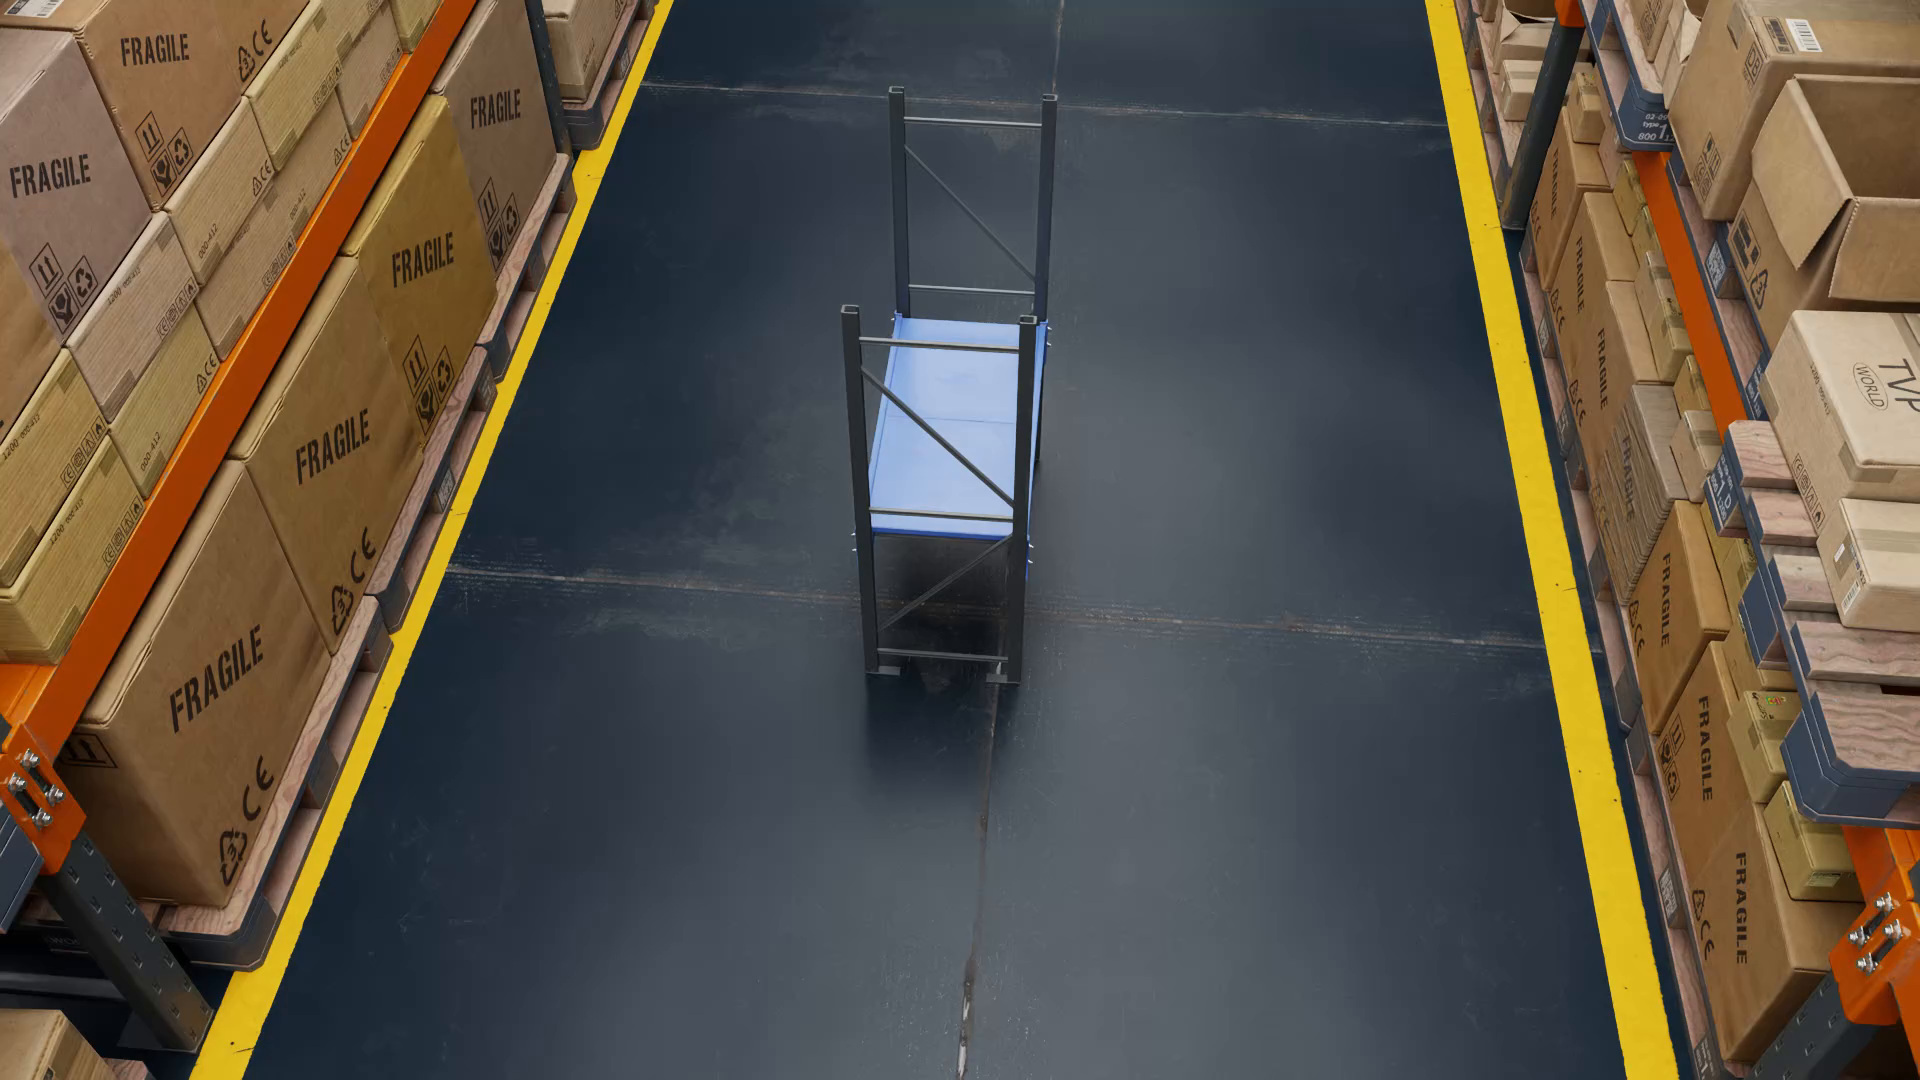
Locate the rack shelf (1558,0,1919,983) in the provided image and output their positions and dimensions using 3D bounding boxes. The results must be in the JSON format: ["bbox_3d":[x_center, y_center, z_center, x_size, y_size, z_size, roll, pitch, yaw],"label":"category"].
[{"bbox_3d":[2.579,-0.600,4.753,1.077,0.370,4.000,4,48,4],"label":"rack shelf"}]

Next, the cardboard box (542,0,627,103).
[{"bbox_3d":[-2.018,-2.374,7.341,0.875,0.438,0.875,3,48,3],"label":"cardboard box"}]

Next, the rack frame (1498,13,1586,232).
[{"bbox_3d":[2.761,-2.312,5.832,1.000,3.000,0.127,4,48,4],"label":"rack frame"}]

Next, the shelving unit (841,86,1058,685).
[{"bbox_3d":[-0.008,-0.443,5.139,0.538,1.500,1.048,4,48,4],"label":"shelving unit"}]

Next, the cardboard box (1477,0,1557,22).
[{"bbox_3d":[2.765,-2.718,7.613,0.700,0.500,0.500,2,48,2],"label":"cardboard box"}]

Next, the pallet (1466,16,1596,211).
[{"bbox_3d":[2.825,-1.875,7.322,1.003,0.211,1.213,4,48,4],"label":"pallet"}]

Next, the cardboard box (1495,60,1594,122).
[{"bbox_3d":[2.520,-1.921,7.121,0.380,0.149,0.250,3,48,2],"label":"cardboard box"}]

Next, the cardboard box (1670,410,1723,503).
[{"bbox_3d":[2.339,-0.242,4.909,0.380,0.149,0.250,2,48,2],"label":"cardboard box"}]

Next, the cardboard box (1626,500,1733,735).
[{"bbox_3d":[2.322,0.252,4.896,0.500,0.500,0.500,6,48,5],"label":"cardboard box"}]

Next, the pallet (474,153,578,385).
[{"bbox_3d":[-2.177,-1.130,6.640,1.003,0.211,1.213,4,48,4],"label":"pallet"}]

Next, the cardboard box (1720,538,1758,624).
[{"bbox_3d":[2.321,0.146,4.553,0.380,0.149,0.250,5,48,5],"label":"cardboard box"}]

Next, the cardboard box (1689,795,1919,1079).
[{"bbox_3d":[2.221,1.004,4.208,0.500,0.500,0.500,5,48,5],"label":"cardboard box"}]

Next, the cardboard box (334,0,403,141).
[{"bbox_3d":[-2.084,-1.502,5.193,0.500,0.250,0.500,3,48,2],"label":"cardboard box"}]

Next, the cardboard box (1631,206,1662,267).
[{"bbox_3d":[2.492,-0.983,5.586,0.380,0.149,0.250,3,48,3],"label":"cardboard box"}]

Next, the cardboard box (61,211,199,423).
[{"bbox_3d":[-2.206,-0.557,3.990,0.500,0.250,0.500,5,48,4],"label":"cardboard box"}]

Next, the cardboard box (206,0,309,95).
[{"bbox_3d":[-2.110,-1.536,4.377,0.500,0.500,0.500,5,48,4],"label":"cardboard box"}]

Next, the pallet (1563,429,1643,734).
[{"bbox_3d":[2.616,0.128,5.490,1.003,0.211,1.213,4,48,4],"label":"pallet"}]

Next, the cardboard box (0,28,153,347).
[{"bbox_3d":[-2.222,-0.786,3.691,0.500,0.500,0.500,4,48,4],"label":"cardboard box"}]

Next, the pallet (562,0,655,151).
[{"bbox_3d":[-2.035,-2.256,7.670,1.003,0.211,1.213,4,48,4],"label":"pallet"}]

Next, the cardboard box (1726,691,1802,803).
[{"bbox_3d":[2.184,0.528,4.204,0.380,0.149,0.250,2,48,2],"label":"cardboard box"}]

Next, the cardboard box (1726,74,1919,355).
[{"bbox_3d":[2.362,-0.761,4.059,0.797,0.503,0.637,3,48,3],"label":"cardboard box"}]

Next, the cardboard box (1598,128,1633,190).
[{"bbox_3d":[2.516,-1.375,5.944,0.380,0.149,0.250,3,48,2],"label":"cardboard box"}]

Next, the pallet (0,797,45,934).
[{"bbox_3d":[-2.505,0.892,3.032,1.213,0.211,1.003,4,48,4],"label":"pallet"}]

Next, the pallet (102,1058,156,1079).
[{"bbox_3d":[-2.619,1.811,3.950,1.003,0.211,1.213,4,48,4],"label":"pallet"}]

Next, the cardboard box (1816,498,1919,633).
[{"bbox_3d":[2.075,0.062,3.546,0.380,0.149,0.250,5,48,4],"label":"cardboard box"}]

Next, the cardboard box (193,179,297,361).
[{"bbox_3d":[-2.168,-0.760,4.514,0.500,0.250,0.500,5,48,5],"label":"cardboard box"}]

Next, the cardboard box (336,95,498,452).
[{"bbox_3d":[-2.233,-0.943,5.735,0.875,0.875,0.875,5,48,5],"label":"cardboard box"}]

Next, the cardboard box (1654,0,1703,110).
[{"bbox_3d":[2.253,-1.413,4.816,0.396,0.266,0.258,6,48,5],"label":"cardboard box"}]

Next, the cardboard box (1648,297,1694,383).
[{"bbox_3d":[2.407,-0.620,5.254,0.380,0.149,0.250,5,48,5],"label":"cardboard box"}]

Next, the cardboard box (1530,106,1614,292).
[{"bbox_3d":[2.493,-1.270,6.288,0.500,0.500,0.500,6,48,5],"label":"cardboard box"}]

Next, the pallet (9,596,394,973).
[{"bbox_3d":[-2.400,0.663,5.001,1.003,0.211,1.213,4,48,4],"label":"pallet"}]

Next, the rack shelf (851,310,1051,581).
[{"bbox_3d":[-0.008,-0.322,5.272,0.538,0.185,1.000,4,48,4],"label":"rack shelf"}]

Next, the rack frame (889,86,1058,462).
[{"bbox_3d":[0.039,-0.817,5.481,0.500,1.500,0.032,4,48,4],"label":"rack frame"}]

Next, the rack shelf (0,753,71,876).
[{"bbox_3d":[-2.729,2.009,2.368,1.077,0.370,4.000,4,48,4],"label":"rack shelf"}]

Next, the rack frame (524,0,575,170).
[{"bbox_3d":[-2.182,-2.643,6.135,1.000,3.000,0.127,4,48,4],"label":"rack frame"}]

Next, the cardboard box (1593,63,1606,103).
[{"bbox_3d":[2.524,-1.680,6.022,0.380,0.149,0.250,3,48,3],"label":"cardboard box"}]

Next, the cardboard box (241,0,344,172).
[{"bbox_3d":[-2.089,-1.295,4.664,0.500,0.250,0.500,5,48,4],"label":"cardboard box"}]

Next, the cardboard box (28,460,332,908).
[{"bbox_3d":[-2.401,0.370,4.535,0.875,0.875,0.875,3,48,3],"label":"cardboard box"}]

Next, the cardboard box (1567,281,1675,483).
[{"bbox_3d":[2.405,-0.511,5.594,0.500,0.500,0.500,3,48,2],"label":"cardboard box"}]

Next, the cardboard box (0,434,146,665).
[{"bbox_3d":[-2.251,0.004,3.815,0.500,0.250,0.500,3,48,3],"label":"cardboard box"}]
